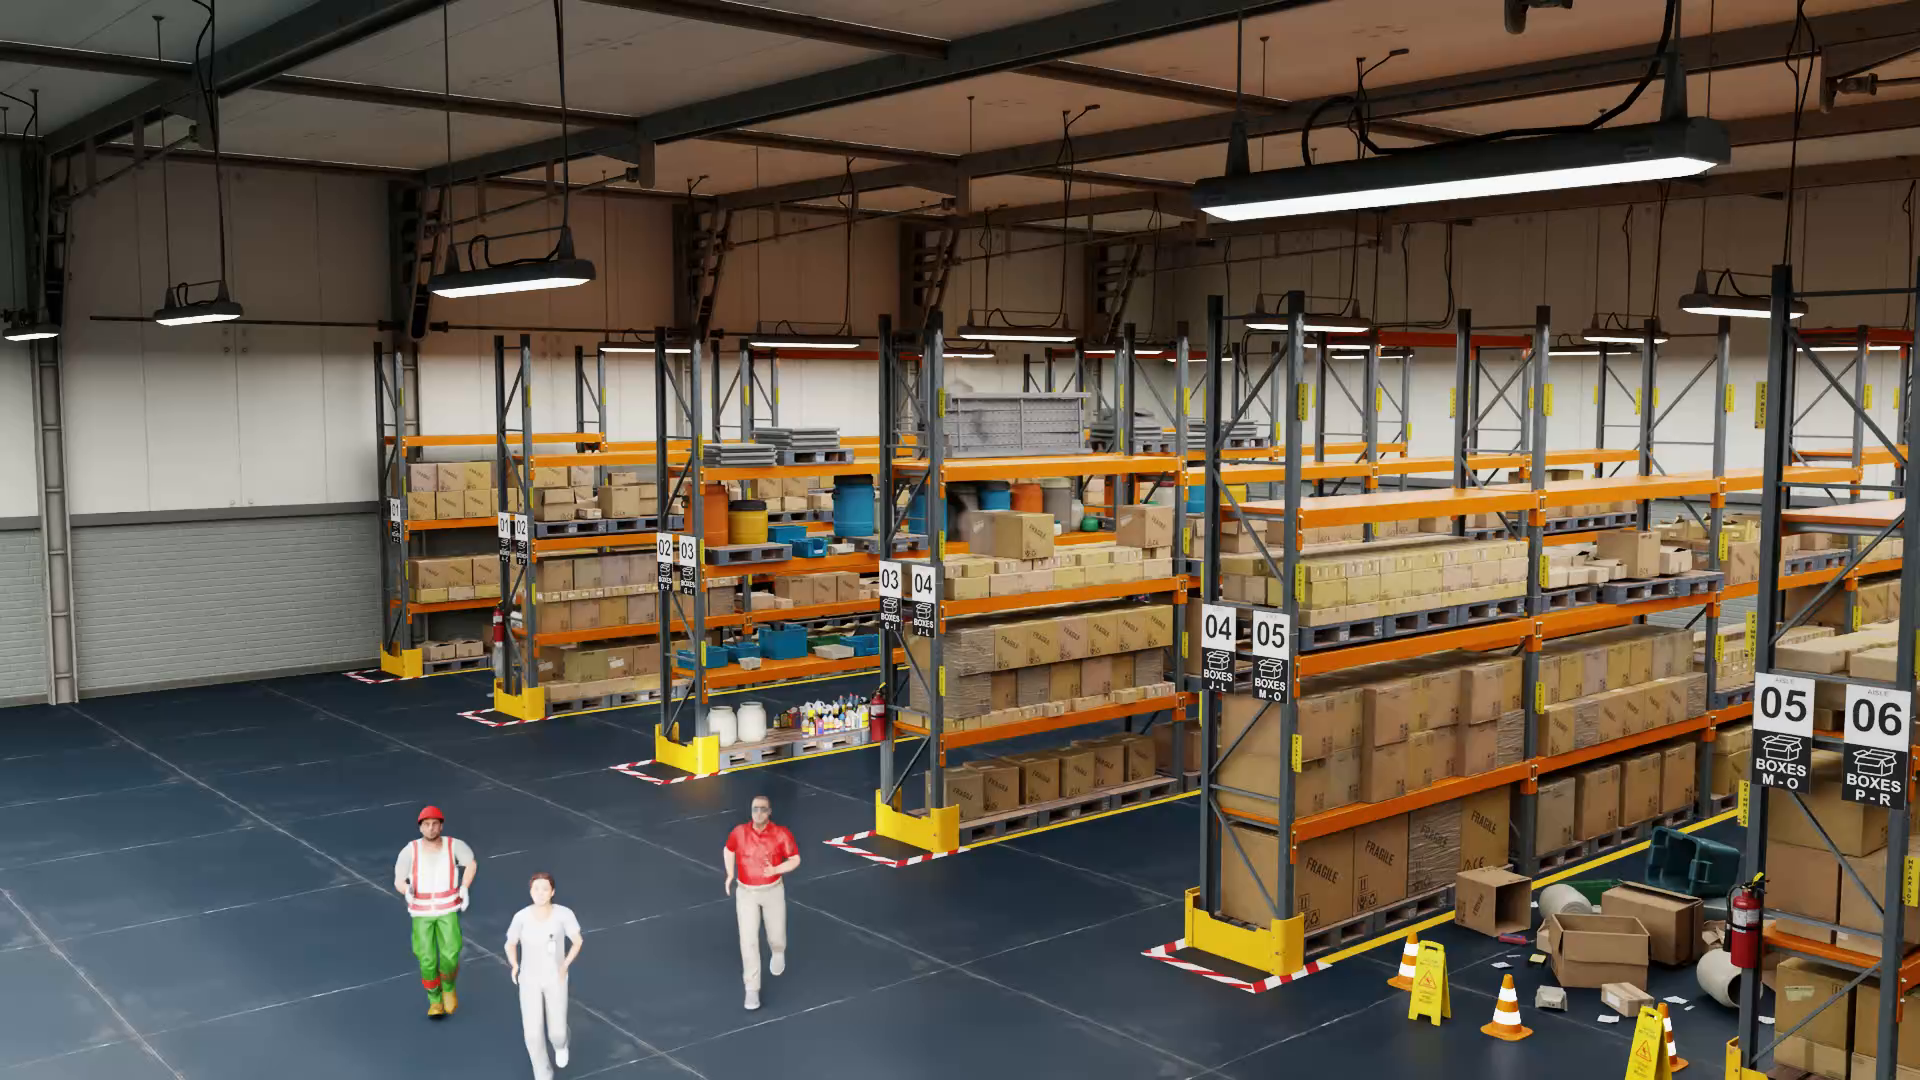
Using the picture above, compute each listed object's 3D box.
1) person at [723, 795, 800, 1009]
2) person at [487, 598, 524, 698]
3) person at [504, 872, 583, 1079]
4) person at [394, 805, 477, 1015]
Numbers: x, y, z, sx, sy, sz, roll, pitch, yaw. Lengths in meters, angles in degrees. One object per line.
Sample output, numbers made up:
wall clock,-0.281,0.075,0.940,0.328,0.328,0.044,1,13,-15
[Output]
person,-1.694,3.018,14.142,0.673,1.698,0.923,0,5,-1
person,-7.554,1.772,27.858,0.727,1.718,0.693,4,6,34
person,-3.072,3.240,12.266,0.562,1.618,0.594,-1,5,-6
person,-4.268,3.046,13.541,0.641,1.746,0.601,-1,5,-15
